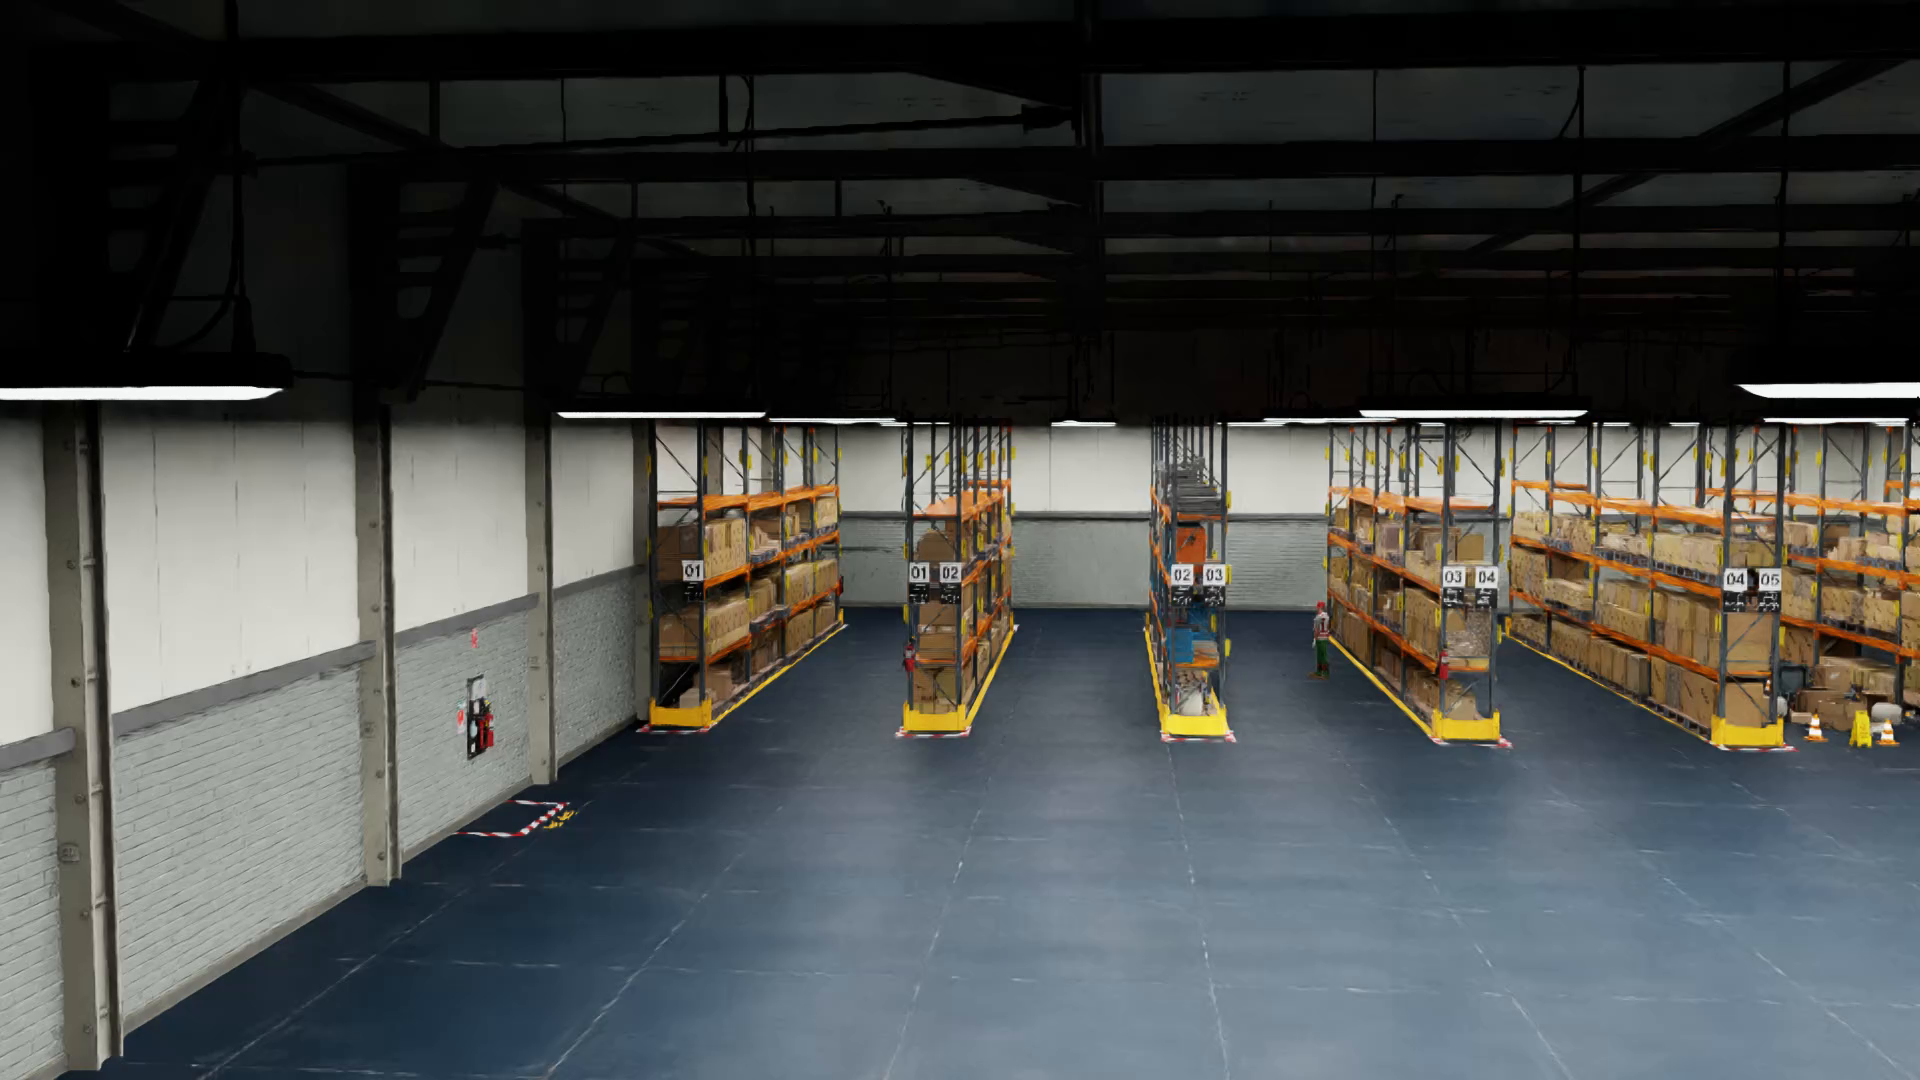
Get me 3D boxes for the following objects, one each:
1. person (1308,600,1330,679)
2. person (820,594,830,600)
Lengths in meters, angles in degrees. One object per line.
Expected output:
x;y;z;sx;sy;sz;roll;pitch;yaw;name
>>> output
8.208;2.263;37.970;0.581;1.785;0.664;2;4;30;person
-4.064;1.519;49.099;0.574;1.773;0.775;3;5;42;person
